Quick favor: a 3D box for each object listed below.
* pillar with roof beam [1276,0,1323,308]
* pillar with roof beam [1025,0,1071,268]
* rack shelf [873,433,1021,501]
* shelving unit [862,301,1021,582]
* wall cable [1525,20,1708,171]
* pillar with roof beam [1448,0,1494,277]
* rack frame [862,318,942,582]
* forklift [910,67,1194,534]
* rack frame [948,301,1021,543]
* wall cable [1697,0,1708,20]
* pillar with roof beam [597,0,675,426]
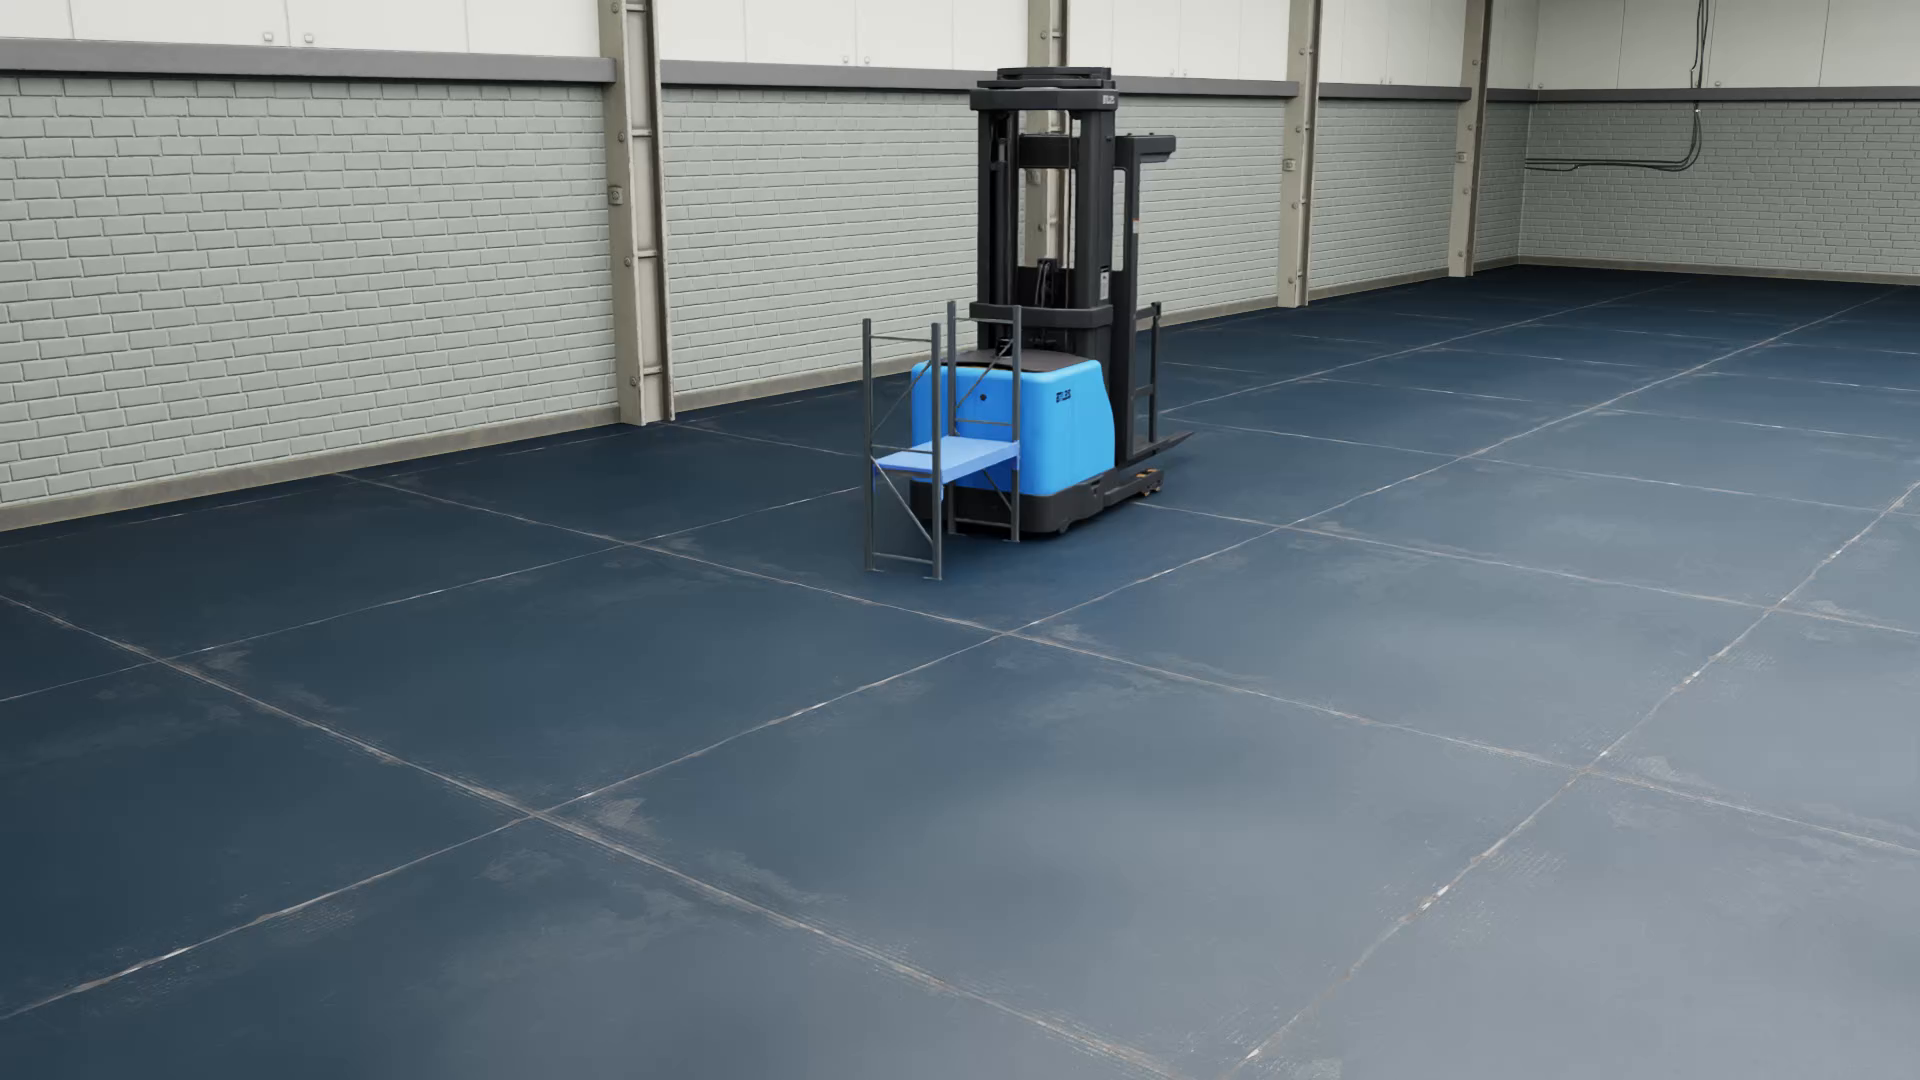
[{"bbox_3d":[8.105,-7.055,20.118,9.100,9.000,0.400,11,18,38],"label":"pillar with roof beam"},{"bbox_3d":[4.334,-5.906,15.595,9.100,9.000,0.400,11,18,38],"label":"pillar with roof beam"},{"bbox_3d":[-0.093,-0.453,10.090,0.538,0.185,1.000,8,16,27],"label":"rack shelf"},{"bbox_3d":[-0.093,-0.627,10.046,0.538,1.500,1.048,8,16,27],"label":"shelving unit"},{"bbox_3d":[11.408,-7.725,29.062,3.097,2.526,0.112,11,18,38],"label":"wall cable"},{"bbox_3d":[11.876,-8.204,24.642,9.100,9.000,0.400,11,18,38],"label":"pillar with roof beam"},{"bbox_3d":[-0.334,-0.517,9.613,0.500,1.500,0.032,8,16,27],"label":"rack frame"},{"bbox_3d":[0.819,-1.775,11.657,1.130,2.935,3.031,8,16,28],"label":"forklift"},{"bbox_3d":[0.149,-0.737,10.479,0.500,1.500,0.032,8,16,27],"label":"rack frame"},{"bbox_3d":[13.512,-9.754,26.792,3.097,2.526,0.112,11,18,38],"label":"wall cable"},{"bbox_3d":[0.563,-4.757,11.072,9.100,9.000,0.400,11,18,38],"label":"pillar with roof beam"}]
